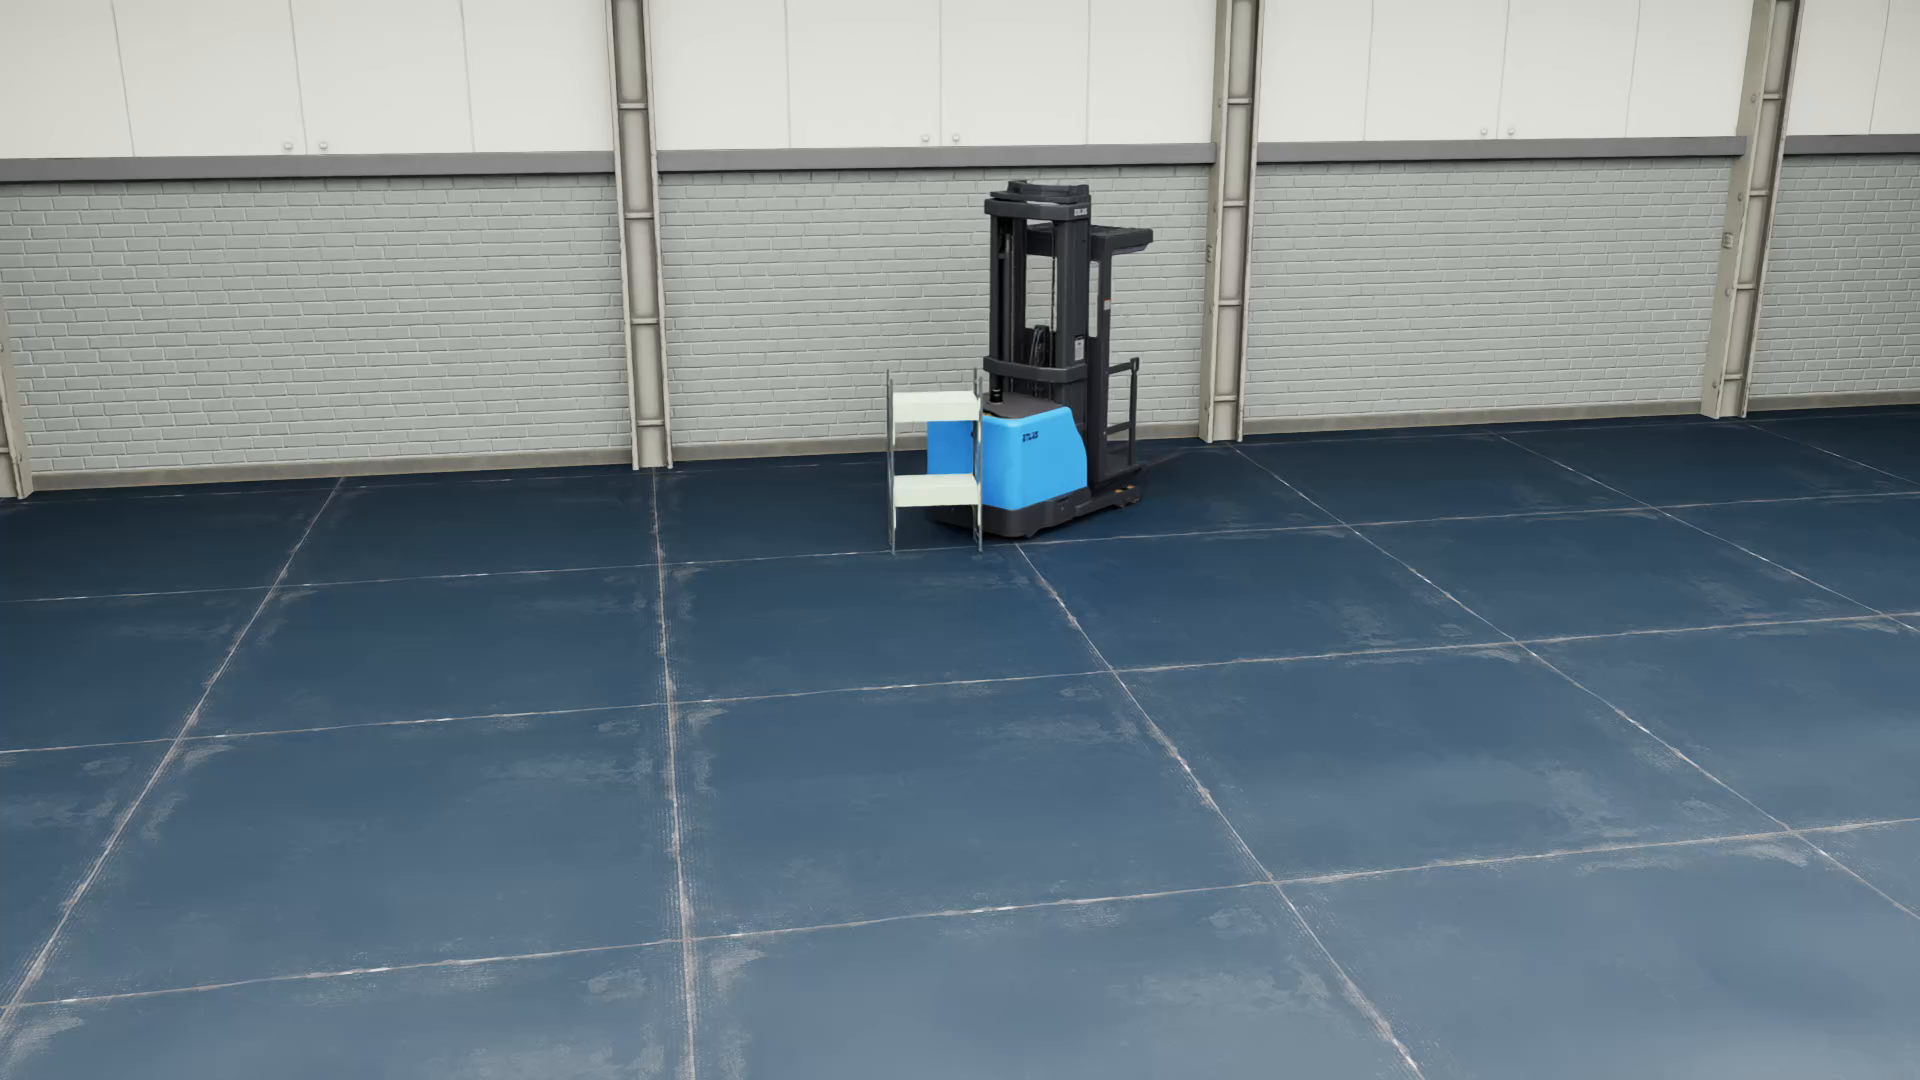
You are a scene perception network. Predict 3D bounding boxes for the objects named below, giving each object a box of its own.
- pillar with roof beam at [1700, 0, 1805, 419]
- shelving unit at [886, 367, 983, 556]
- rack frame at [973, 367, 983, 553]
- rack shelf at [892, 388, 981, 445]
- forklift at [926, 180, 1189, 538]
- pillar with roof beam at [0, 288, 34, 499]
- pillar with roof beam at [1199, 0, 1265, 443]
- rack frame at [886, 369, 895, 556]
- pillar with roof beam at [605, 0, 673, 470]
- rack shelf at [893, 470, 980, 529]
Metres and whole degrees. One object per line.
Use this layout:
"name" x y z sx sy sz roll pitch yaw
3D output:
"pillar with roof beam" 9.501 -4.484 13.583 0.400 9.000 9.100 -3 17 -10
"shelving unit" -0.214 -0.655 13.891 0.755 1.500 0.431 -2 17 -6
"rack frame" 0.149 -0.668 13.932 0.023 1.500 0.400 -2 17 -6
"rack shelf" -0.214 -1.028 13.776 0.720 0.370 0.431 -2 17 -6
"forklift" 1.032 -1.781 15.119 1.130 2.935 3.031 14 22 38
"pillar with roof beam" -8.172 -3.481 10.318 0.400 9.000 9.100 -3 17 -10
"pillar with roof beam" 3.610 -4.149 12.495 0.400 9.000 9.100 -3 17 -10
"rack frame" -0.578 -0.643 13.850 0.023 1.500 0.400 -2 17 -6
"pillar with roof beam" -2.281 -3.815 11.406 0.400 9.000 9.100 -3 17 -10
"rack shelf" -0.214 -0.344 13.986 0.720 0.370 0.431 -2 17 -6
